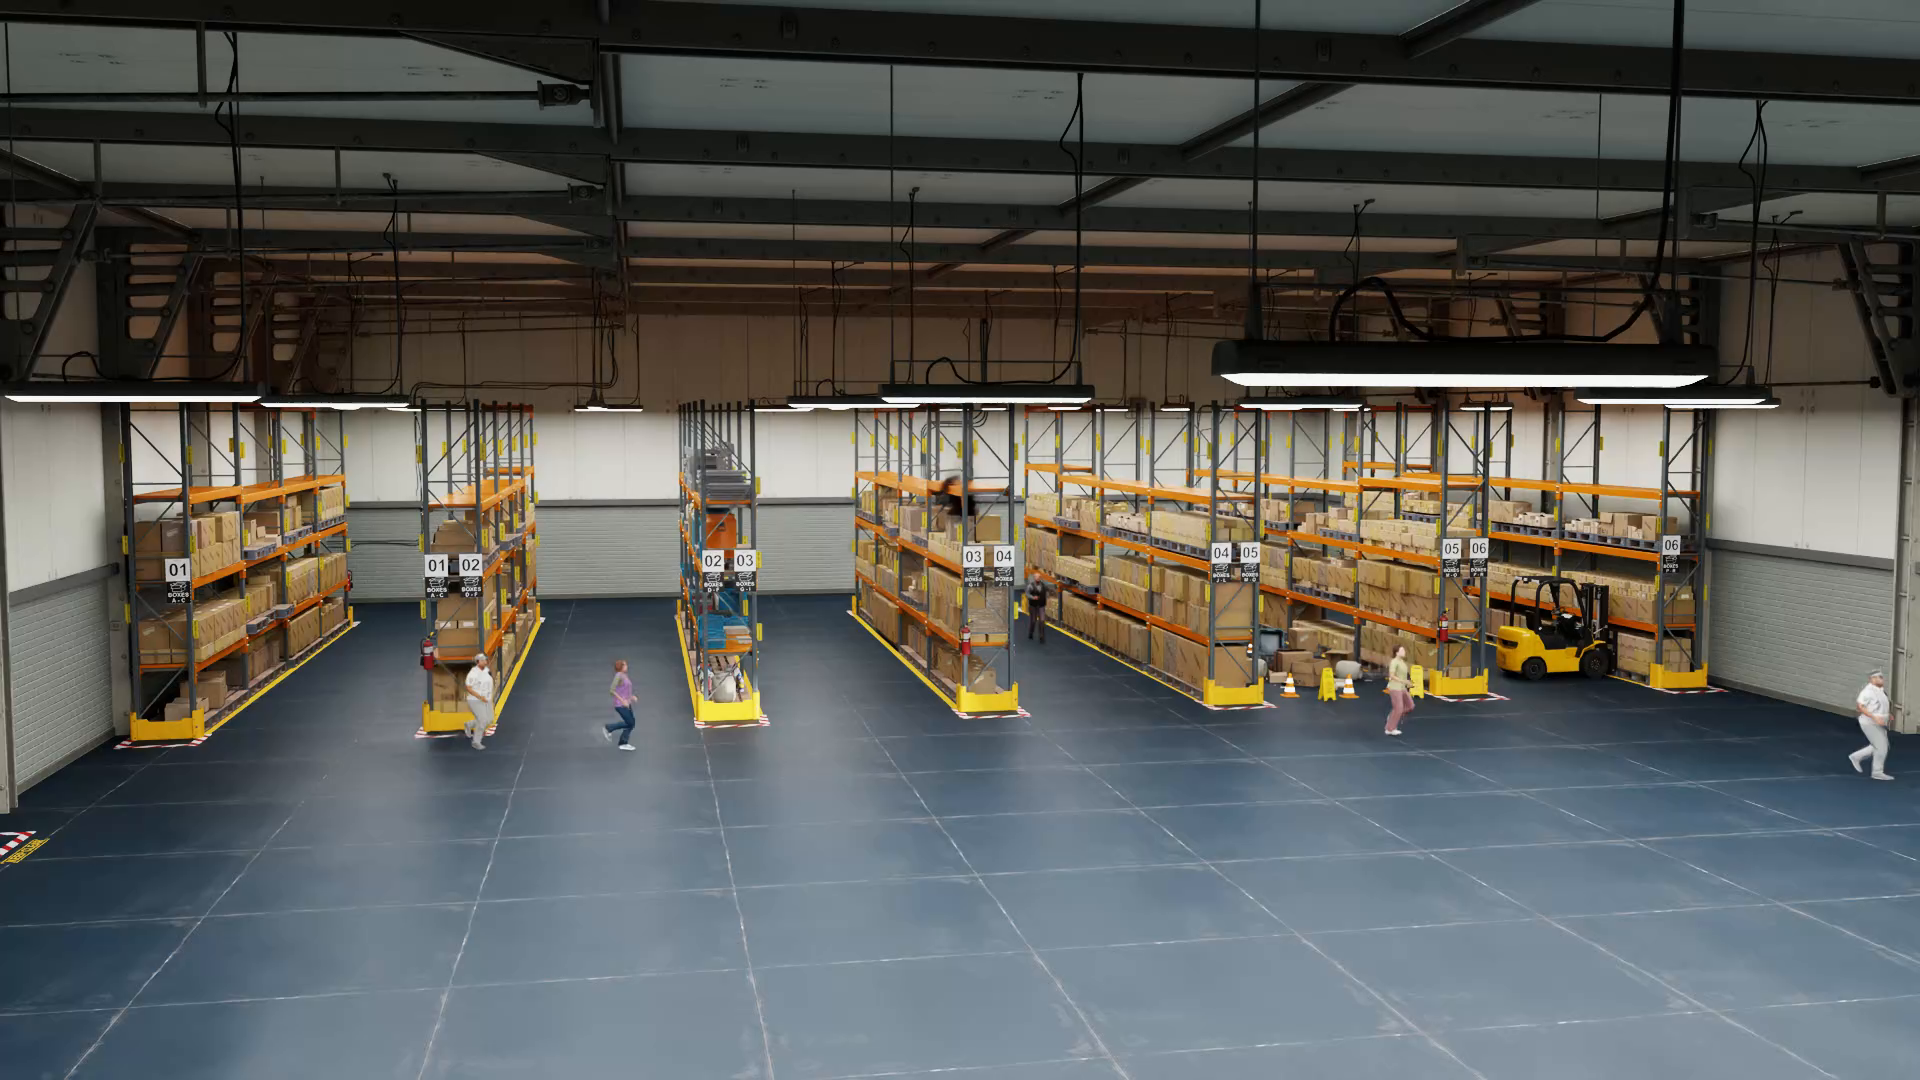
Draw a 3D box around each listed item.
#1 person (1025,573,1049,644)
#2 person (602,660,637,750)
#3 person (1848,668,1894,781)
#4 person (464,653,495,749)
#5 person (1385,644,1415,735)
[{"bbox_3d":[1.938,1.813,41.825,0.674,1.567,0.815,-1,4,-12],"label":"person"},{"bbox_3d":[-5.817,2.811,28.391,0.549,1.558,0.537,1,4,7],"label":"person"},{"bbox_3d":[14.353,2.873,26.160,0.690,1.750,0.703,-4,6,-44],"label":"person"},{"bbox_3d":[-8.305,2.764,28.657,0.624,1.646,0.631,2,5,21],"label":"person"},{"bbox_3d":[7.844,2.661,29.620,0.550,1.624,0.617,3,5,37],"label":"person"}]
